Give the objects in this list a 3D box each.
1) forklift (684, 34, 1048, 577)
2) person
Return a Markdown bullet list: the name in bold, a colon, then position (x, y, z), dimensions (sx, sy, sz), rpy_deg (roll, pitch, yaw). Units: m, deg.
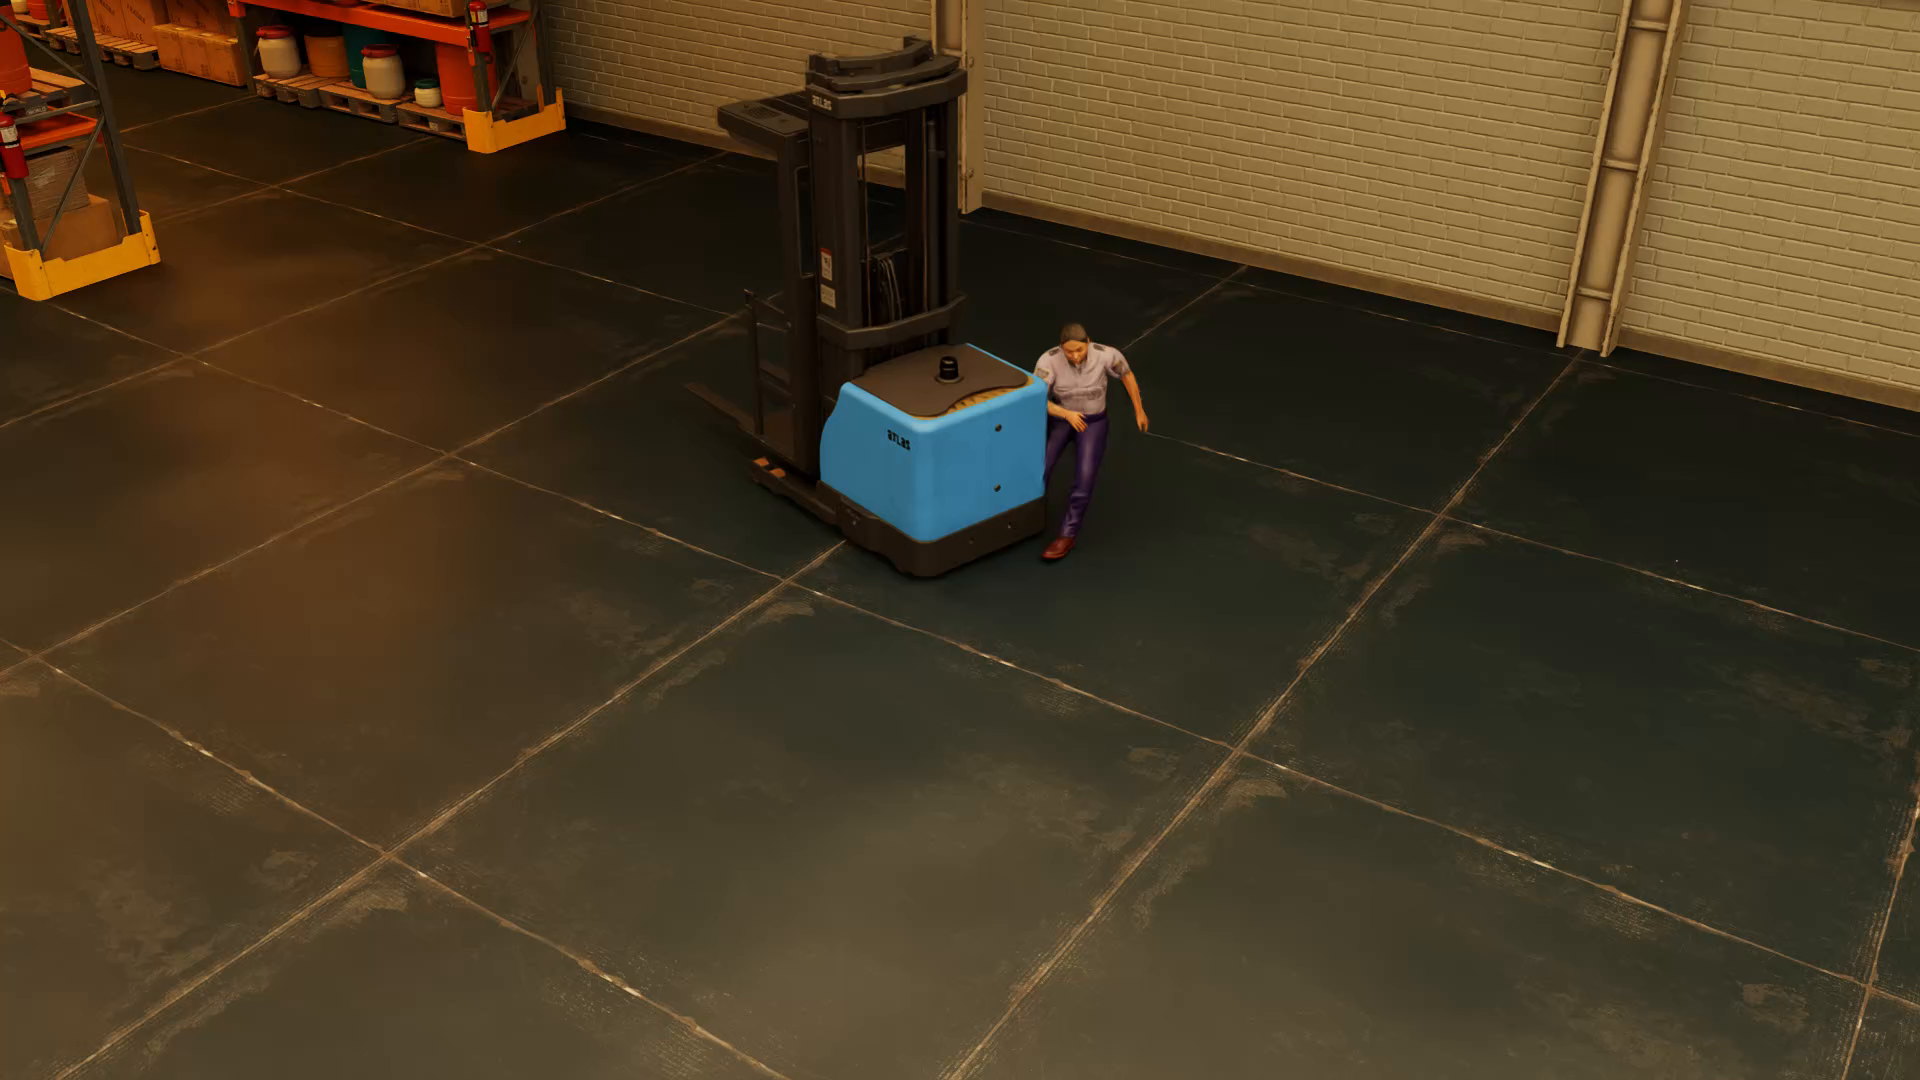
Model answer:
- **forklift**: position (-0.773, -1.715, 10.535), dimensions (1.130, 2.935, 3.031), rpy_deg (-22, 37, -33)
- **person**: position (0.735, -0.630, 10.290), dimensions (0.870, 1.431, 0.871), rpy_deg (3, 30, 4)
